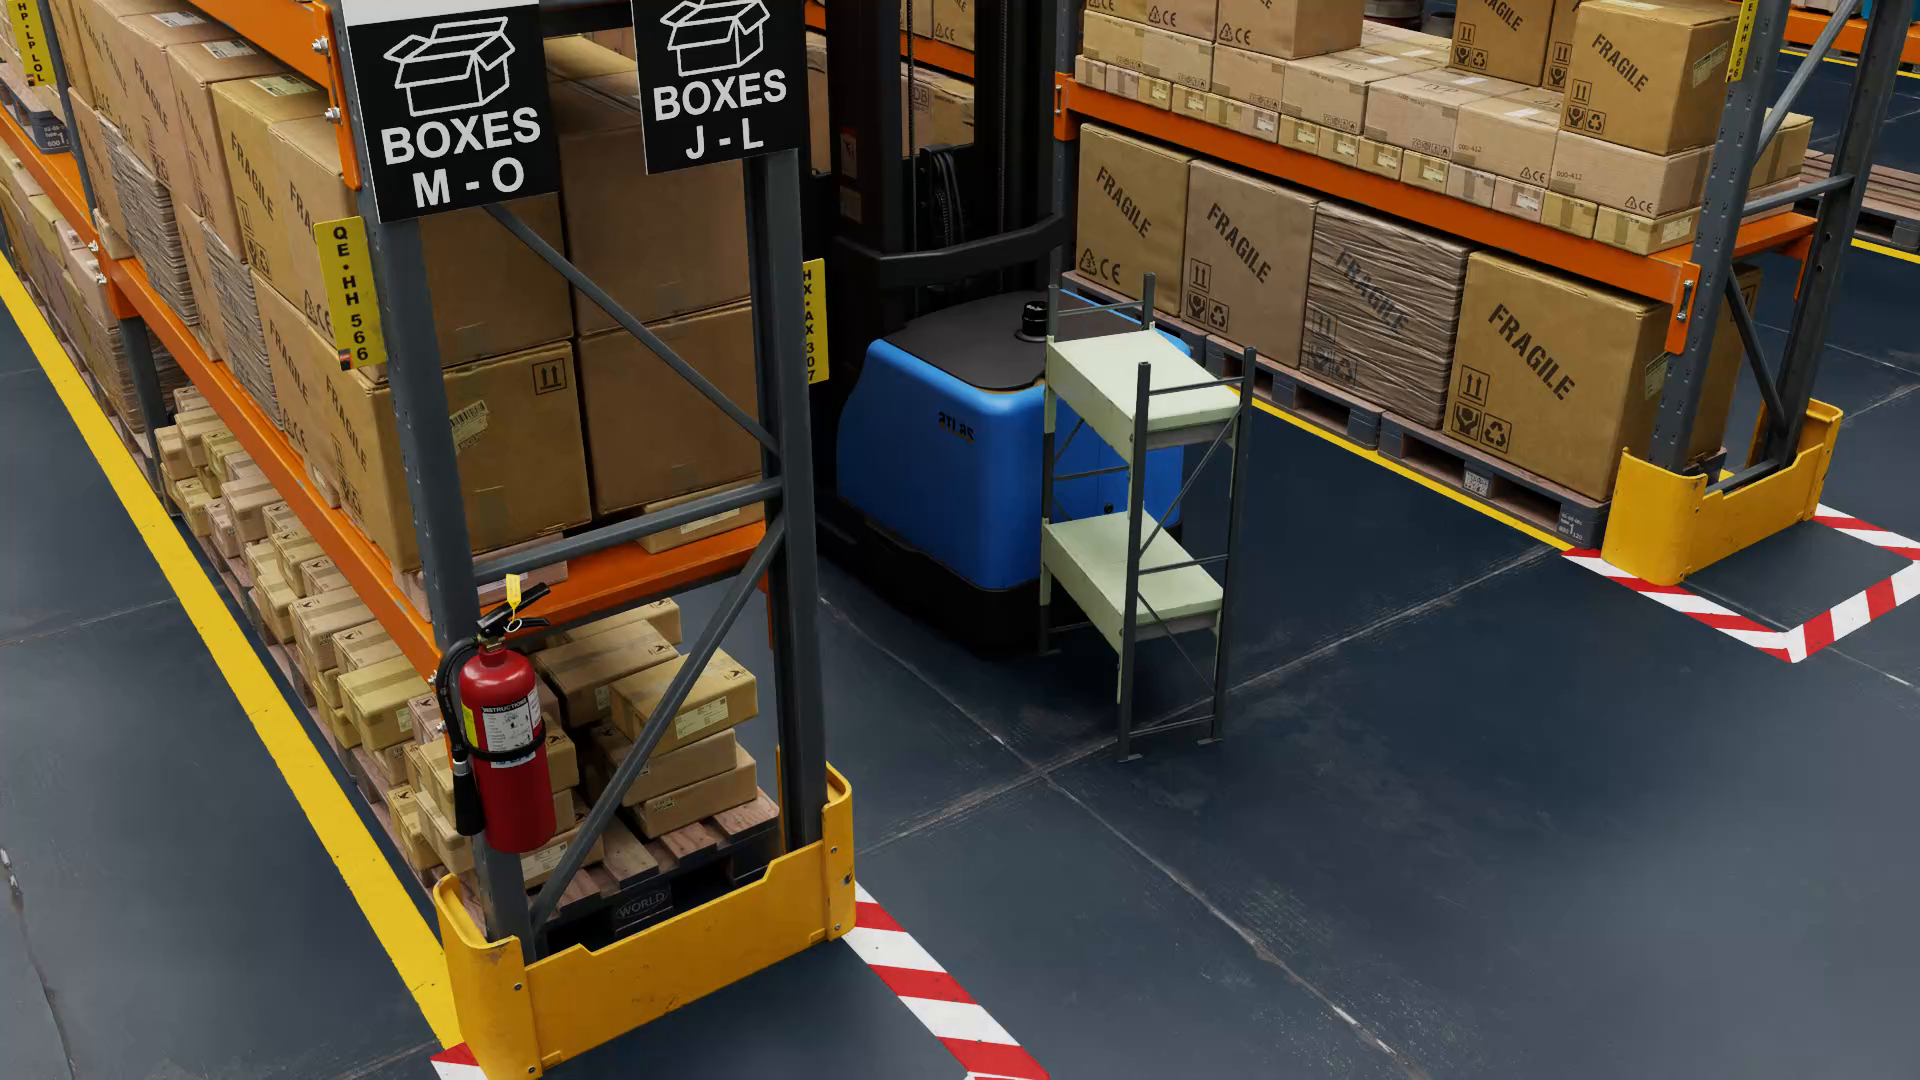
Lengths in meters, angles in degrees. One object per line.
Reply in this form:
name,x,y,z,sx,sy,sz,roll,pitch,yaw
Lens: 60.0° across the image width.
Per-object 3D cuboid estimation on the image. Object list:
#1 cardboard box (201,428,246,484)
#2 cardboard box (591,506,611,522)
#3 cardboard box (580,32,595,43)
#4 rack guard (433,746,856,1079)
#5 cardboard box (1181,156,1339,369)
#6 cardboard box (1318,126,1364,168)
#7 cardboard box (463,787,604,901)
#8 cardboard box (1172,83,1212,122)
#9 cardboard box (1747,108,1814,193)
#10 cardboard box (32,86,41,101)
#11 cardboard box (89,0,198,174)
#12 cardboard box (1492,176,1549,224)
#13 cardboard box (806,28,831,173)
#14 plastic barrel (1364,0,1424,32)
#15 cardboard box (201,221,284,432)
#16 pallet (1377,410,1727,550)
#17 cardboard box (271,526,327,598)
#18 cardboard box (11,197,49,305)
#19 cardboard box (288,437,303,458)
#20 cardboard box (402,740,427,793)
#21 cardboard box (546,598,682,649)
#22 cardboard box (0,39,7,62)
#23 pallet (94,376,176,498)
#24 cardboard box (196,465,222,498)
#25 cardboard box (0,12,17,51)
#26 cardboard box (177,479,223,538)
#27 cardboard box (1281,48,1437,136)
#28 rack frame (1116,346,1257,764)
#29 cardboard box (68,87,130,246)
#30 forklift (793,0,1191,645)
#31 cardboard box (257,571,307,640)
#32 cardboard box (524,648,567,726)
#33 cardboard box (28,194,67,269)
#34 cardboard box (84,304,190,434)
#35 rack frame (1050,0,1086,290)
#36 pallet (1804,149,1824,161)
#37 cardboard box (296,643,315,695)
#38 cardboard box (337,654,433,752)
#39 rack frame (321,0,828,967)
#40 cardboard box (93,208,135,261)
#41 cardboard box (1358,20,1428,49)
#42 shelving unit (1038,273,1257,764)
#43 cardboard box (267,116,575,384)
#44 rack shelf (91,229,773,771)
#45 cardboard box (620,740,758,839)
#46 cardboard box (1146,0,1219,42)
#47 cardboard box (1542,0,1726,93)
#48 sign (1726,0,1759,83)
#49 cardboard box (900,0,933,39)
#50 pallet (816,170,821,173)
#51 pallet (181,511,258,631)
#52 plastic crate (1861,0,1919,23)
cardboard box,-2.814,-0.365,6.703,0.380,0.149,0.250,-19,34,-31
cardboard box,-0.926,-0.210,4.757,0.380,0.149,0.250,-17,33,-29
cardboard box,-3.085,-4.675,14.873,0.700,0.500,0.500,-19,34,-31
rack guard,-0.867,1.052,4.788,1.175,0.500,0.348,-19,34,-31
cardboard box,1.795,-1.528,8.706,0.875,0.875,0.875,-19,34,-31
cardboard box,1.914,-1.882,7.835,0.380,0.149,0.250,-18,33,-30
cardboard box,-1.299,0.905,4.988,0.380,0.149,0.250,-18,33,-30
cardboard box,1.316,-2.282,8.572,0.380,0.149,0.250,-20,34,-32
cardboard box,3.217,-1.676,7.039,0.500,0.250,0.500,-20,34,-32
cardboard box,-4.294,-2.251,8.075,0.380,0.149,0.250,-17,33,-29
cardboard box,-2.500,-1.541,5.480,0.500,0.500,0.500,-18,33,-30
cardboard box,2.503,-1.486,7.107,0.380,0.149,0.250,-19,34,-31
cardboard box,-0.471,-3.089,11.580,1.225,0.875,0.875,-19,34,-30
plastic barrel,3.622,-4.332,14.170,0.600,0.588,0.708,-19,34,-31
cardboard box,-1.890,-0.691,4.962,0.500,0.500,0.500,-19,34,-30
pallet,2.748,-0.414,7.791,1.003,0.211,1.213,-19,34,-31
cardboard box,-2.227,0.041,5.955,0.380,0.149,0.250,-19,34,-30
cardboard box,-4.967,-1.673,9.366,0.500,0.500,0.500,-18,33,-30
cardboard box,-1.810,-0.358,5.030,0.380,0.149,0.250,-20,35,-33
cardboard box,-1.470,0.678,5.093,0.380,0.149,0.250,-20,34,-32
cardboard box,-1.150,0.285,5.506,0.380,0.149,0.250,-19,34,-31
cardboard box,-4.899,-2.657,8.823,0.380,0.149,0.250,-17,33,-28
pallet,-3.596,-0.648,8.223,1.003,0.211,1.213,-19,34,-31
cardboard box,-2.974,-0.331,6.952,0.380,0.149,0.250,-19,34,-30
cardboard box,-4.599,-2.588,8.383,0.380,0.149,0.250,-19,34,-31
cardboard box,-3.040,-0.169,6.966,0.380,0.149,0.250,-18,33,-29
cardboard box,1.884,-2.127,7.868,0.500,0.250,0.500,-19,34,-31
rack frame,0.740,0.086,5.520,0.400,1.500,0.023,-10,30,-17
cardboard box,-3.062,-1.484,6.423,0.500,0.500,0.500,-19,34,-32
forklift,-0.380,-1.528,6.992,1.130,2.935,3.031,-20,34,-32
cardboard box,-2.292,0.191,5.990,0.380,0.149,0.250,-18,34,-30
cardboard box,-1.245,0.454,5.507,0.380,0.149,0.250,-18,33,-30
cardboard box,-4.387,-1.612,8.468,0.500,0.250,0.500,-20,35,-33
cardboard box,-3.778,-0.876,7.898,0.500,0.500,0.500,-19,34,-32
rack frame,0.955,-2.905,9.457,1.000,3.000,0.127,-19,34,-31
pallet,5.448,-2.776,12.140,1.003,0.211,1.213,-19,34,-31
cardboard box,-2.108,0.420,5.880,0.380,0.149,0.250,-18,33,-30
cardboard box,-1.690,0.476,5.155,0.380,0.149,0.250,-20,34,-32
rack frame,-0.823,-0.017,4.137,1.000,3.000,0.127,-19,34,-31
cardboard box,-3.246,-1.260,6.691,0.380,0.149,0.250,-17,33,-29
cardboard box,2.024,-2.472,8.505,0.500,0.250,0.500,-18,33,-30
shelving unit,0.616,-0.078,5.823,0.431,1.500,0.755,-10,30,-17
cardboard box,-1.291,-0.740,4.005,0.500,0.500,0.500,-20,34,-32
rack shelf,-1.984,-0.478,5.741,1.077,0.370,4.000,-19,34,-31
cardboard box,-0.867,0.759,5.256,0.380,0.149,0.250,-18,33,-30
cardboard box,1.304,-2.849,8.413,0.500,0.500,0.500,-19,34,-31
cardboard box,2.927,-2.200,7.218,0.500,0.500,0.500,-20,34,-32
sign,2.825,-1.818,5.994,0.100,0.325,0.005,-19,34,-31
cardboard box,-0.129,-3.451,10.357,0.500,0.500,0.500,-19,34,-31
pallet,-0.265,-2.434,11.510,1.003,0.211,1.213,-19,34,-31
pallet,-2.725,-0.095,7.204,1.003,0.211,1.213,-19,34,-31
plastic crate,5.910,-3.402,10.483,0.416,0.233,0.300,-19,34,-31
